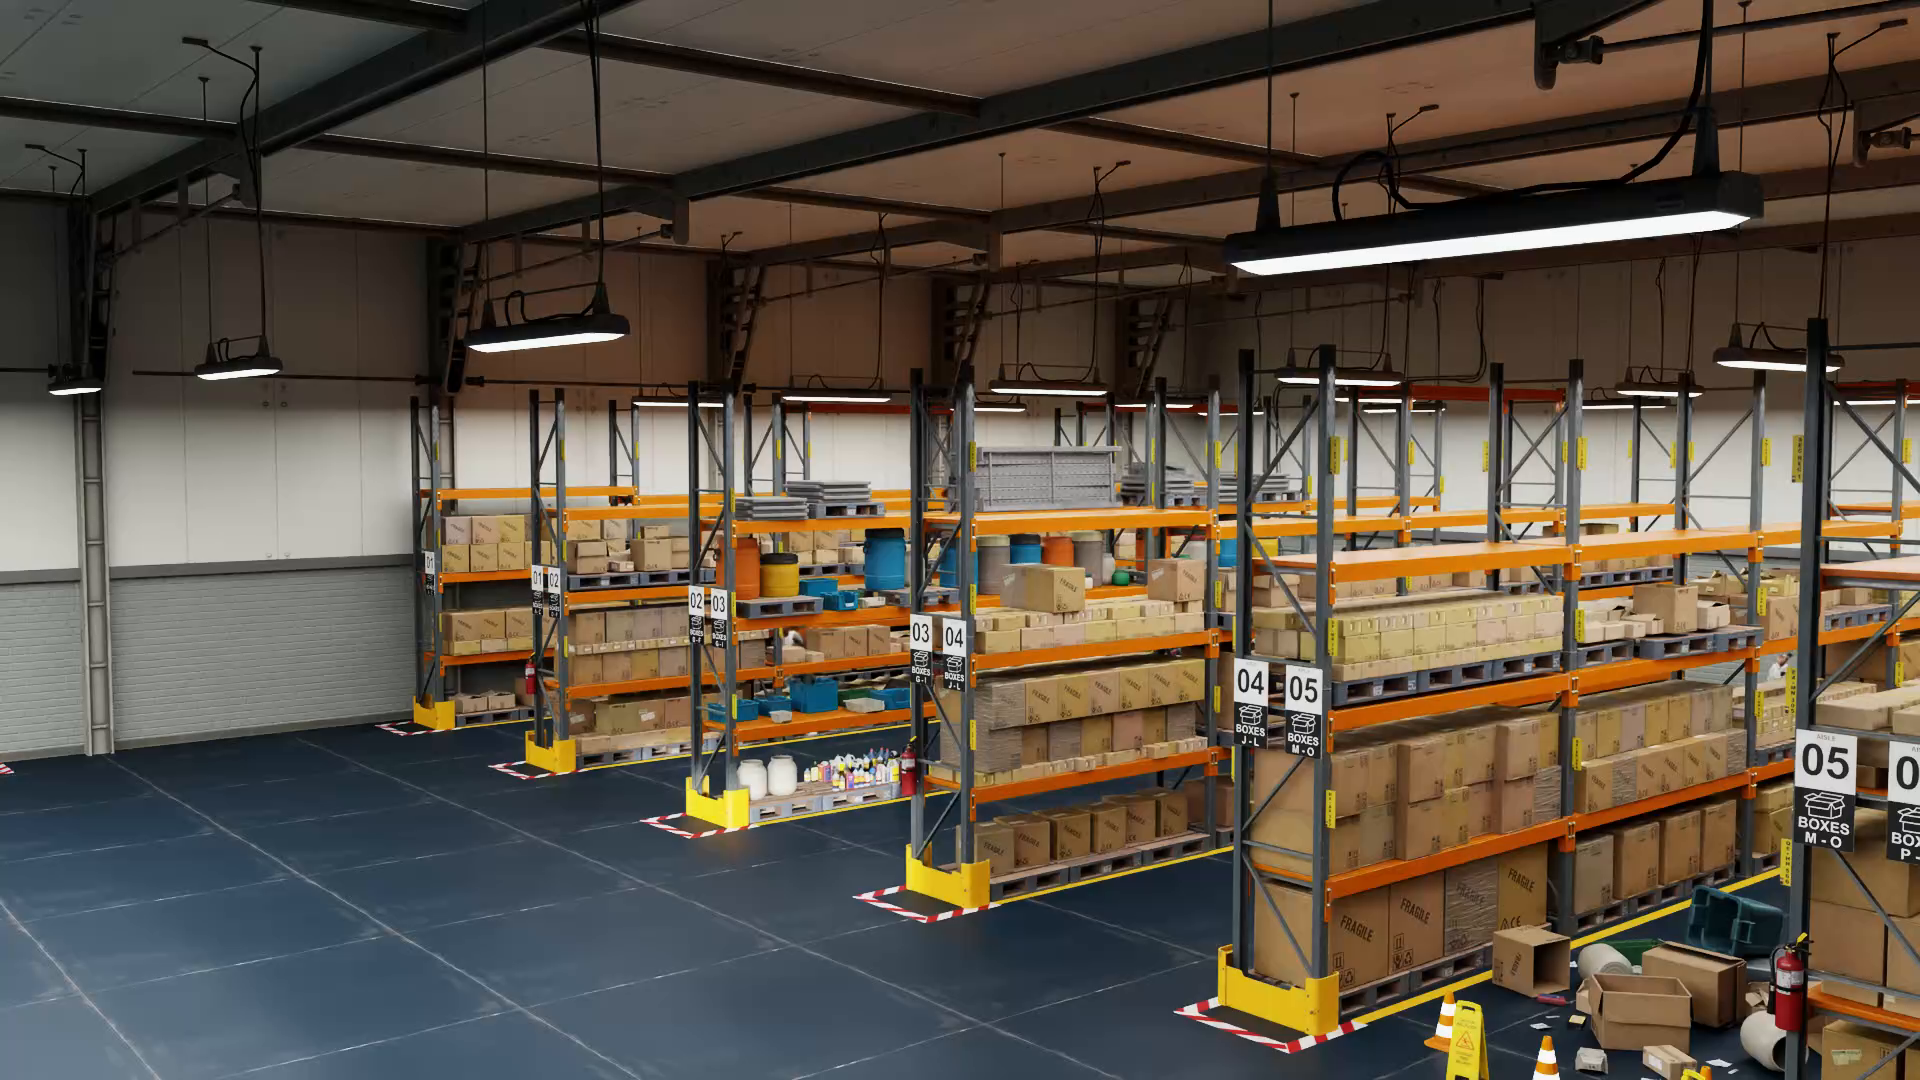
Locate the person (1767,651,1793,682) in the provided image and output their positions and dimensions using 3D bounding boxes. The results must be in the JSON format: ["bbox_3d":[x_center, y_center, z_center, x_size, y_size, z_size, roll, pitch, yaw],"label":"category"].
[{"bbox_3d":[14.022,2.667,28.500,0.513,1.618,0.664,-2,4,-31],"label":"person"}]

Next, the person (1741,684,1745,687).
[{"bbox_3d":[11.468,2.922,24.196,0.730,1.690,0.557,-3,4,-40],"label":"person"}]

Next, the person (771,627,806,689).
[{"bbox_3d":[-3.336,2.379,32.513,0.687,1.745,0.902,2,4,25],"label":"person"}]
